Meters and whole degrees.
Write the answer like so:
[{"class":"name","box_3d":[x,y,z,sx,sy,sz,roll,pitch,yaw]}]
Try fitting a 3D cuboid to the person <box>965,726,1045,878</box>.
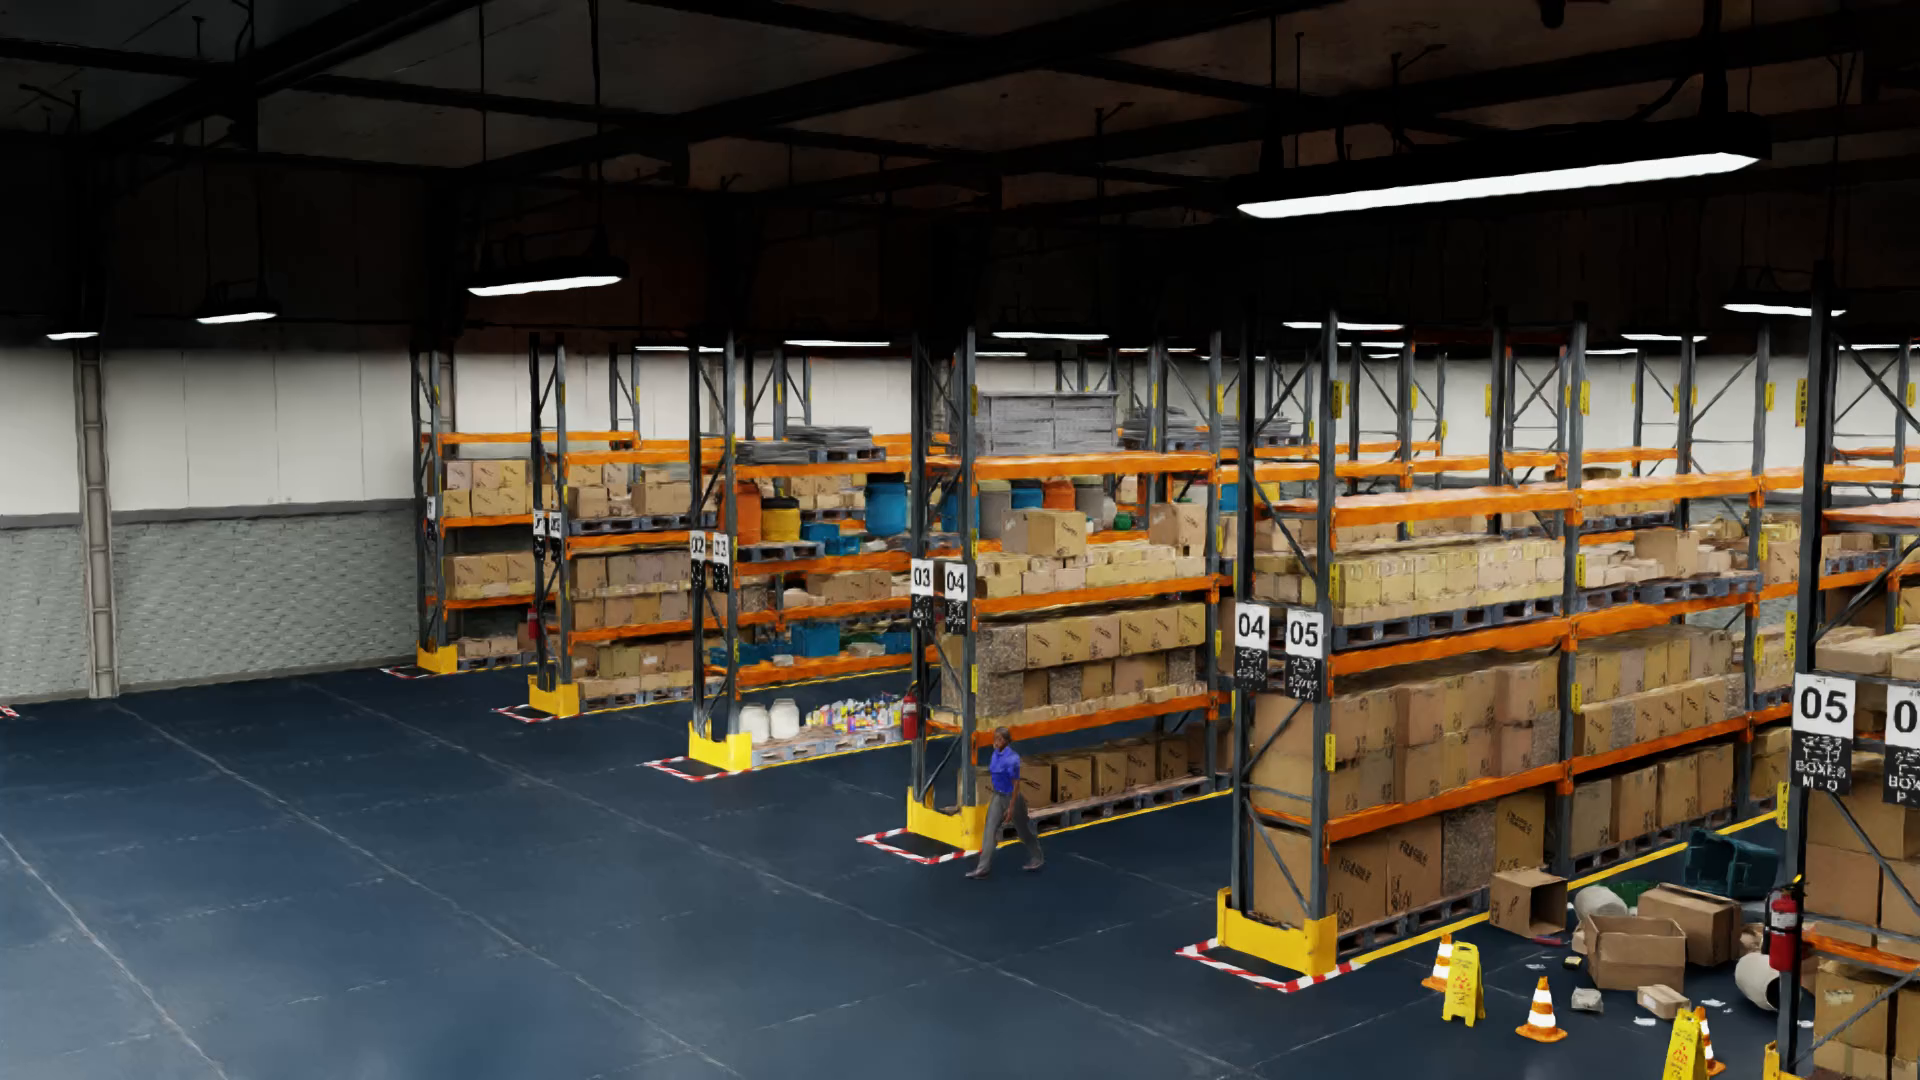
[{"class":"person","box_3d":[0.497,2.746,17.492,0.989,1.596,0.461,-5,7,-40]}]
